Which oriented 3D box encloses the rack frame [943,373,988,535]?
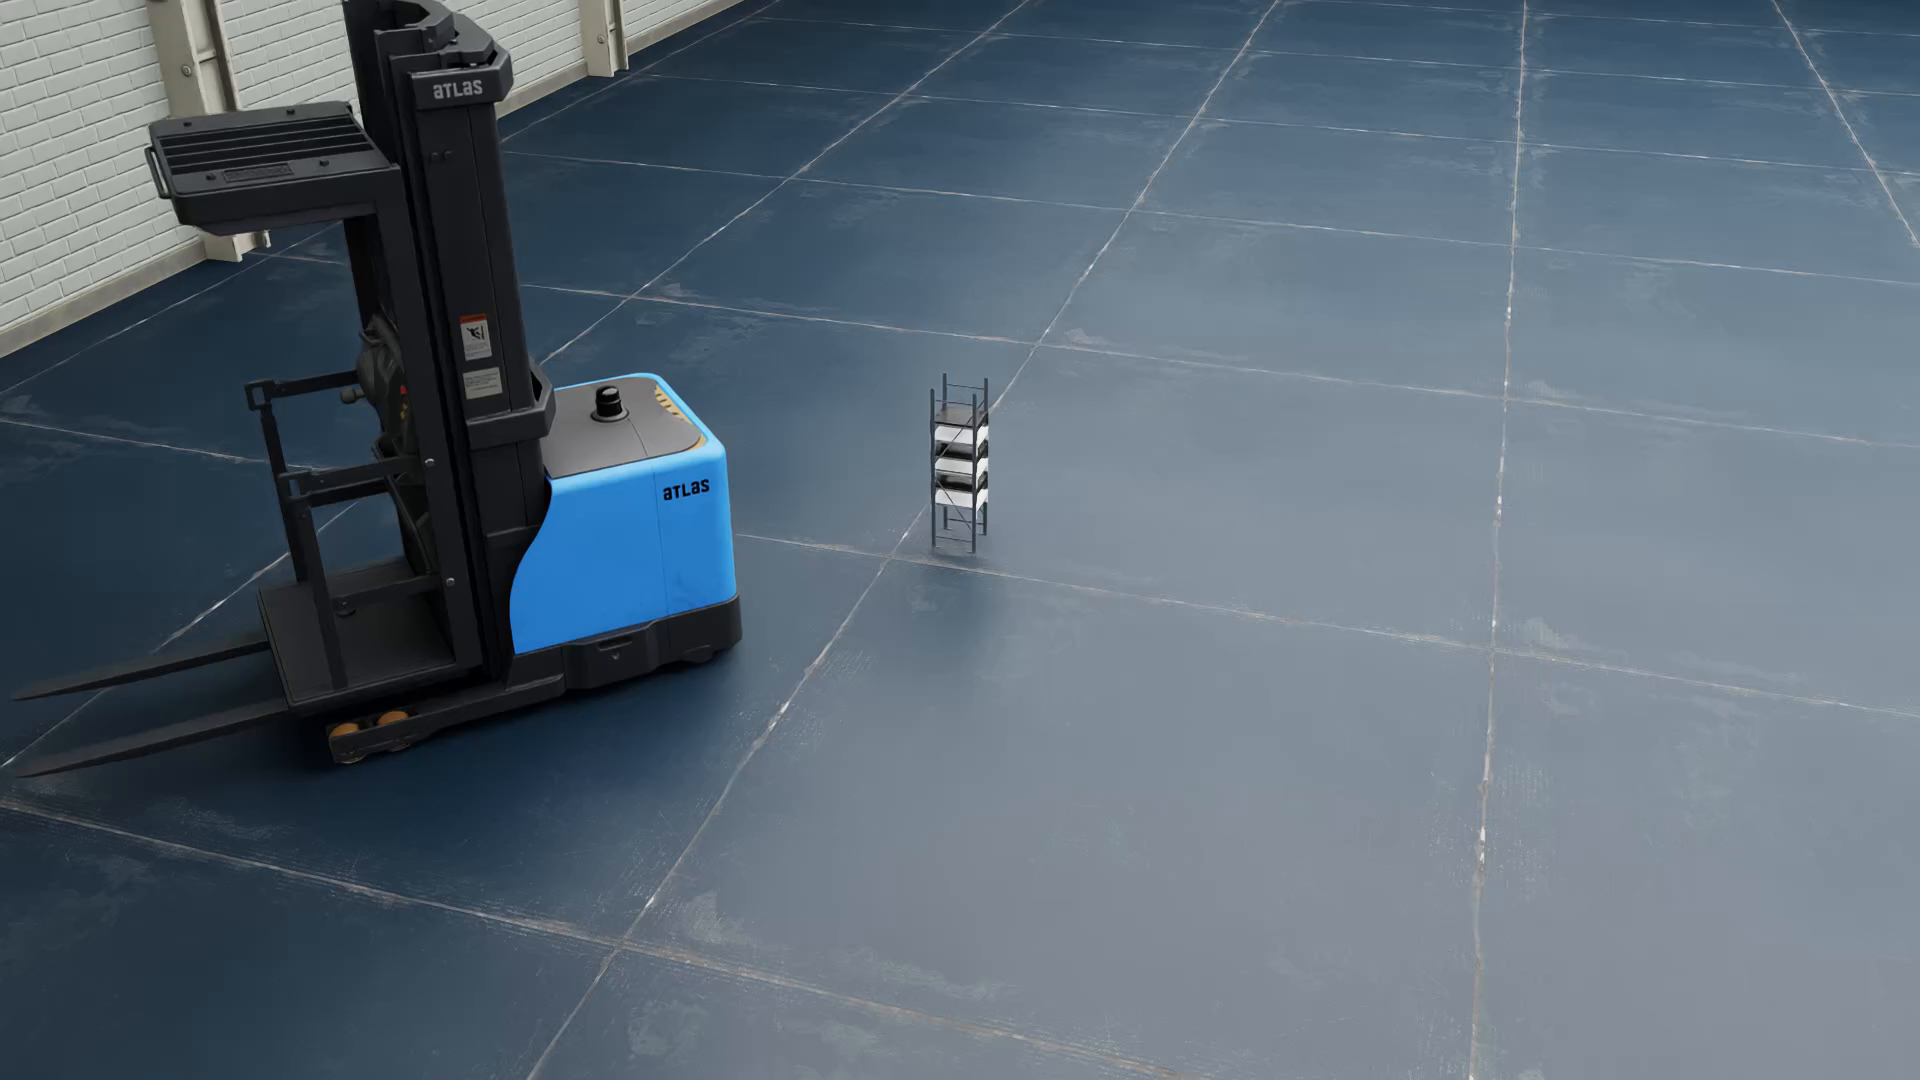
[{"bbox_3d":[0.027,-0.437,8.609,0.240,0.900,0.006,8,30,15],"label":"rack frame"}]

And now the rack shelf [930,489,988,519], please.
[{"bbox_3d":[-0.002,-0.203,8.628,0.258,0.077,0.200,8,30,15],"label":"rack shelf"}]

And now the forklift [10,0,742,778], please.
[{"bbox_3d":[-2.568,-0.628,6.865,3.031,2.935,1.130,-14,32,-24],"label":"forklift"}]

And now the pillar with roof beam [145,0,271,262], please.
[{"bbox_3d":[-1.405,-5.522,9.420,9.100,9.000,0.400,8,30,15],"label":"pillar with roof beam"}]

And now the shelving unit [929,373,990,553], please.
[{"bbox_3d":[-0.002,-0.389,8.524,0.258,0.900,0.210,8,30,15],"label":"shelving unit"}]

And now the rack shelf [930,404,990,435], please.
[{"bbox_3d":[-0.002,-0.596,8.409,0.258,0.077,0.200,8,30,15],"label":"rack shelf"}]

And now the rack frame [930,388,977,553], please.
[{"bbox_3d":[-0.032,-0.342,8.440,0.240,0.900,0.006,8,30,15],"label":"rack frame"}]

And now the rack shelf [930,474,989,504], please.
[{"bbox_3d":[-0.002,-0.282,8.584,0.258,0.077,0.200,8,30,15],"label":"rack shelf"}]

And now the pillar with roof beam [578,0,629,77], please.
[{"bbox_3d":[0.356,-8.311,14.433,9.100,9.000,0.400,8,30,15],"label":"pillar with roof beam"}]

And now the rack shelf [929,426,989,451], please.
[{"bbox_3d":[-0.002,-0.518,8.453,0.258,0.077,0.200,8,30,15],"label":"rack shelf"}]

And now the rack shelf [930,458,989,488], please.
[{"bbox_3d":[-0.002,-0.360,8.541,0.258,0.077,0.200,8,30,15],"label":"rack shelf"}]

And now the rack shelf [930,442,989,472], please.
[{"bbox_3d":[-0.002,-0.439,8.497,0.258,0.077,0.200,8,30,15],"label":"rack shelf"}]
